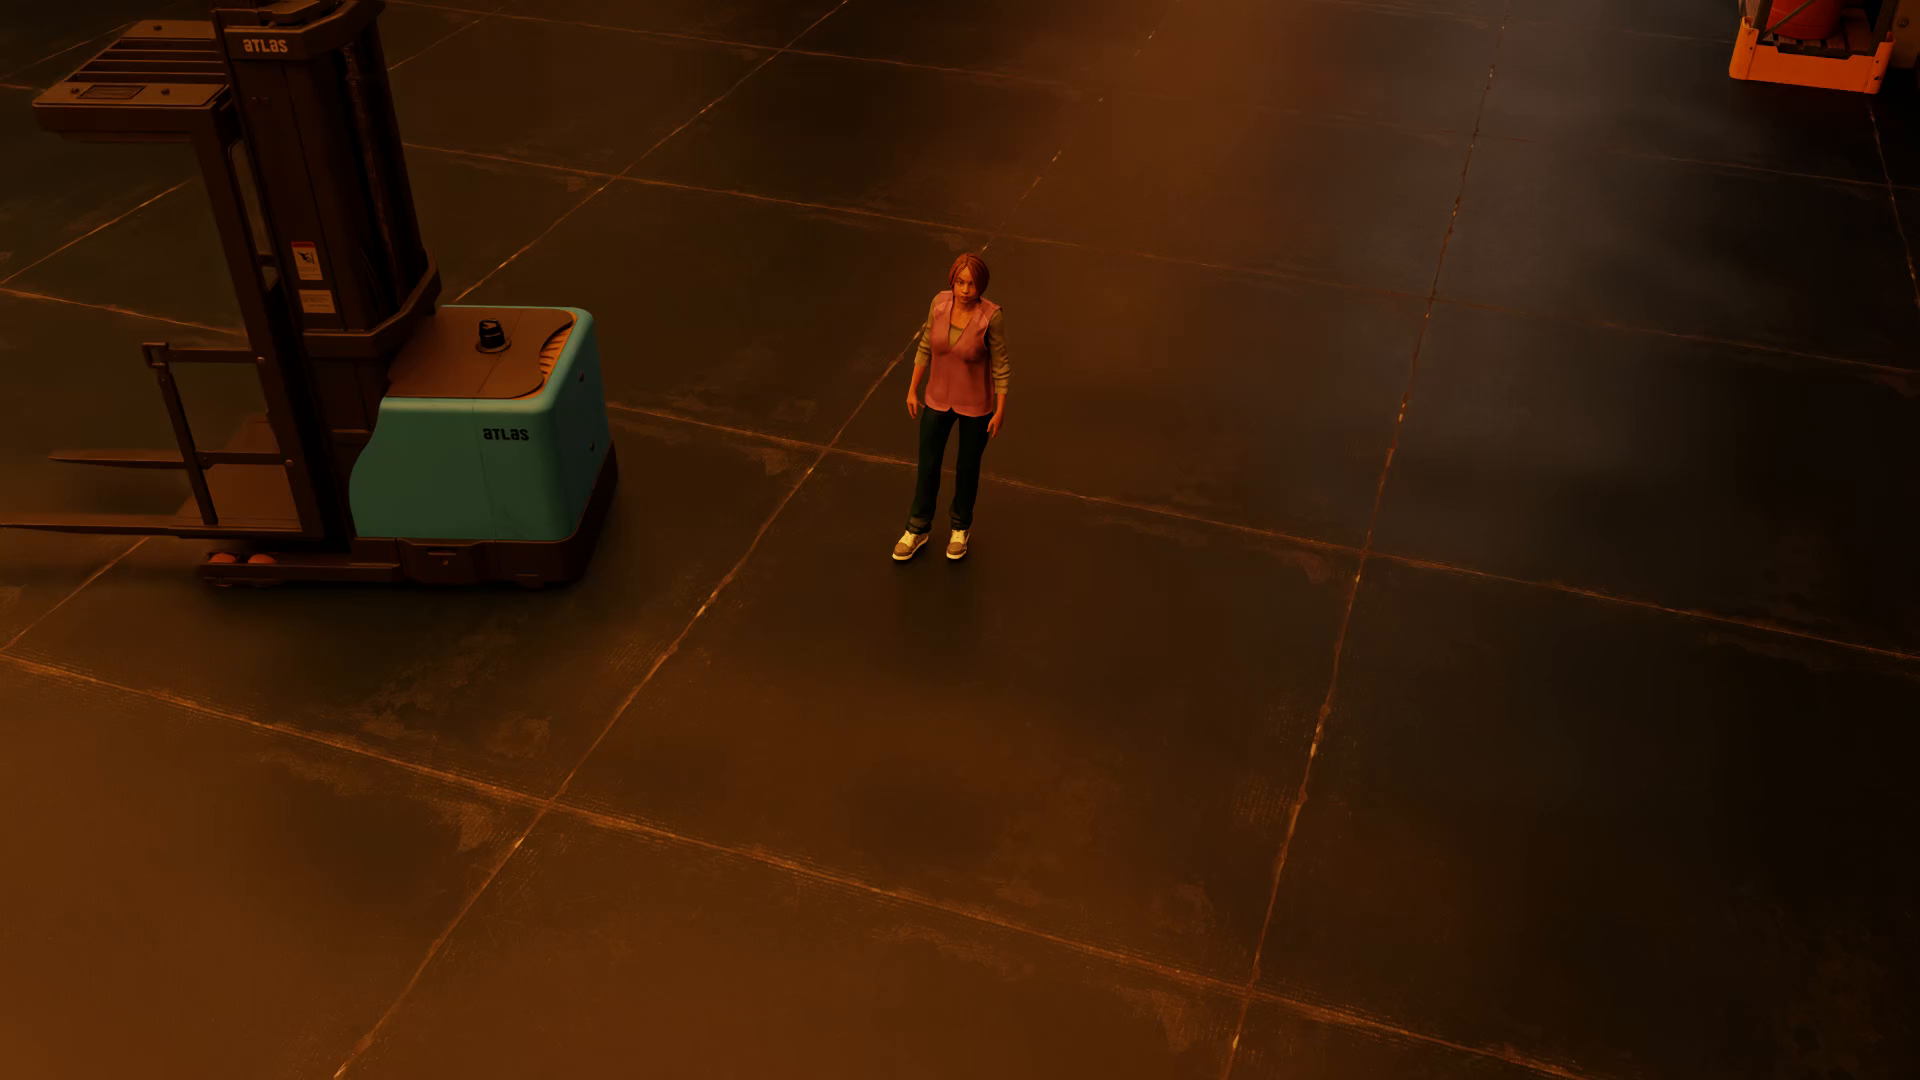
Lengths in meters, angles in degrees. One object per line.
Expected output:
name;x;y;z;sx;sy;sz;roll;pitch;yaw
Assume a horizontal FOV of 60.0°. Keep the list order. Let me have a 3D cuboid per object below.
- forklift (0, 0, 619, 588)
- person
forklift;-3.378;-1.262;7.891;3.031;2.935;1.130;1;35;2
person;-0.038;-0.620;8.125;0.520;1.599;0.473;12;37;16
